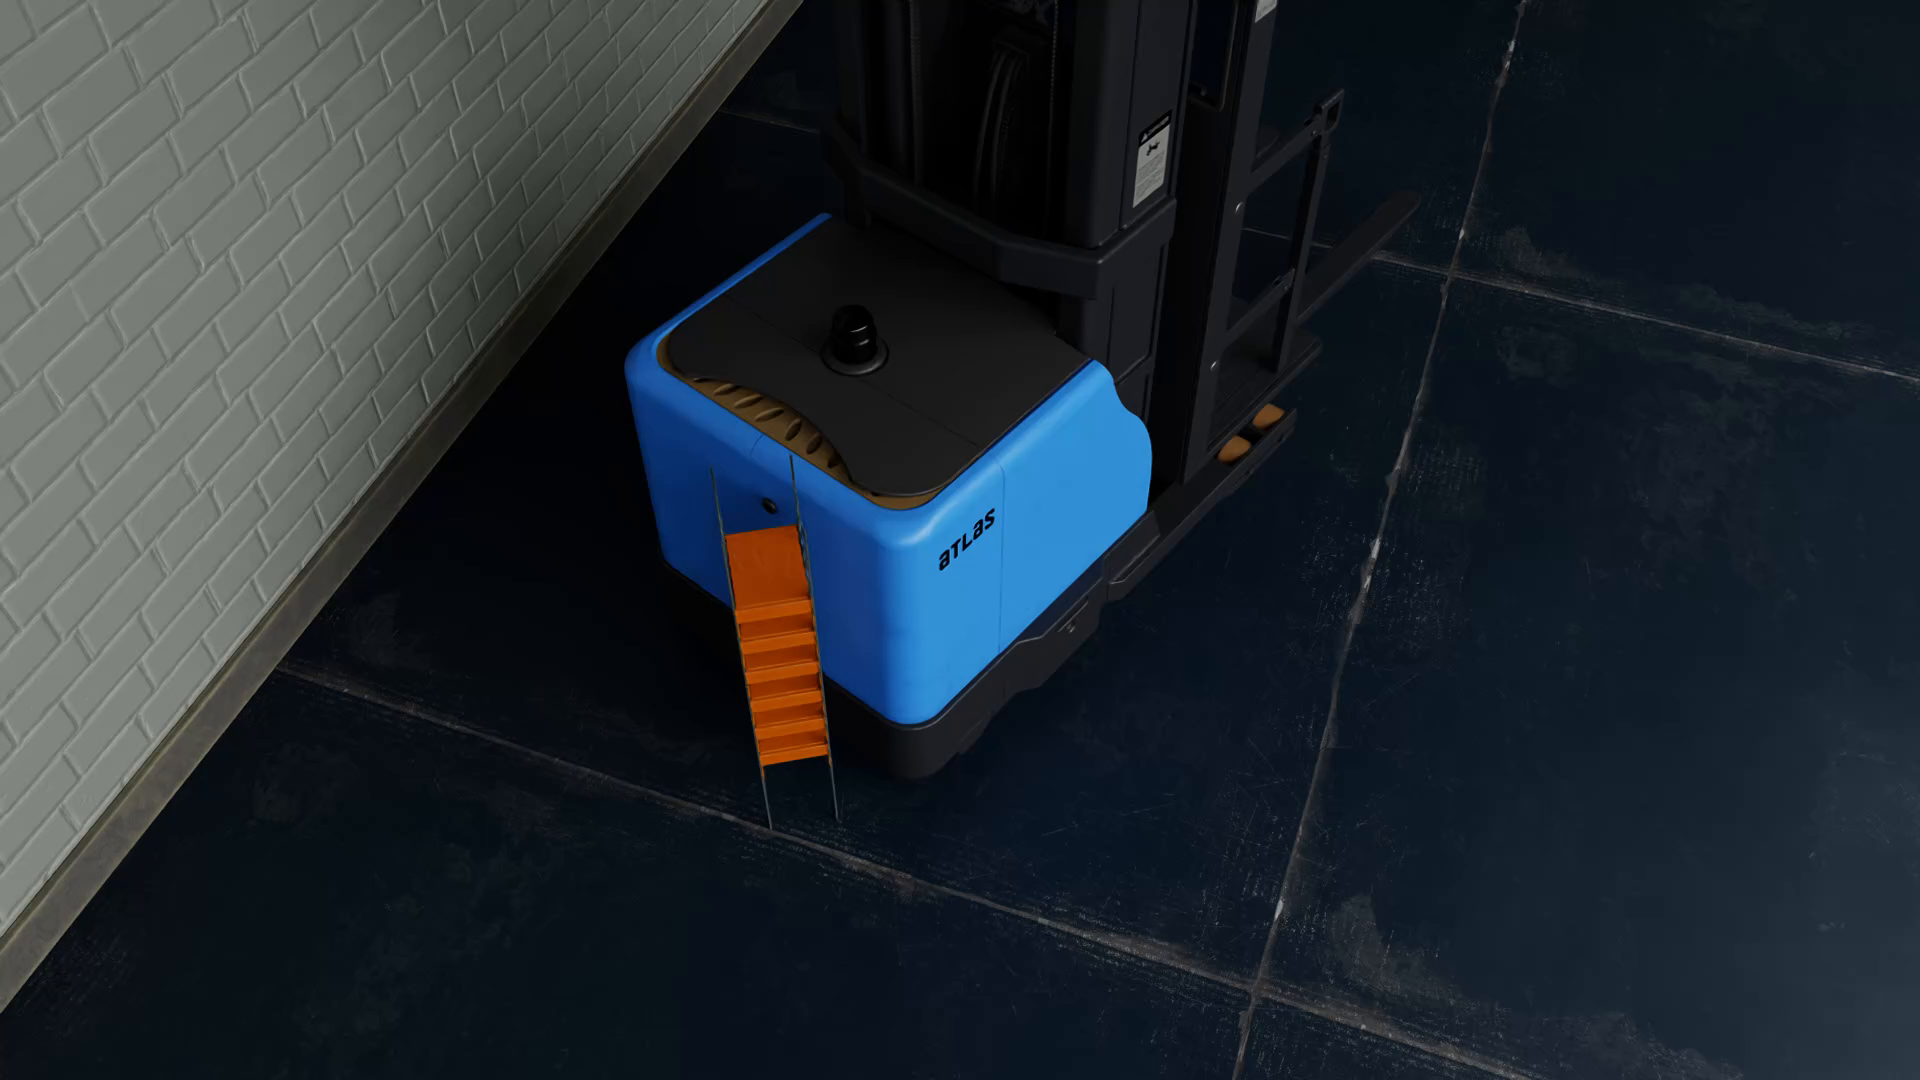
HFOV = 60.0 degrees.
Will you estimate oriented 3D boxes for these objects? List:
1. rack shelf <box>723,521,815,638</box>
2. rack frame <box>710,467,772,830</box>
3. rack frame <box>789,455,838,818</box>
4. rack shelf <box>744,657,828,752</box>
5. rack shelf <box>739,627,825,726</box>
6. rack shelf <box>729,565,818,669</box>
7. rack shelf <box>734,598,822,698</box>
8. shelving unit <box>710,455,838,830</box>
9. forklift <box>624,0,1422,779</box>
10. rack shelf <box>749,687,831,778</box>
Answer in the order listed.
[{"bbox_3d":[-0.455,0.093,3.958,0.180,0.103,0.258,-9,50,-7],"label":"rack shelf"},{"bbox_3d":[-0.544,0.313,4.184,0.006,1.200,0.240,-9,50,-7],"label":"rack frame"},{"bbox_3d":[-0.365,0.285,4.208,0.006,1.200,0.240,-9,50,-7],"label":"rack frame"},{"bbox_3d":[-0.454,0.407,4.321,0.180,0.103,0.258,-9,50,-7],"label":"rack shelf"},{"bbox_3d":[-0.454,0.328,4.230,0.180,0.103,0.258,-9,50,-7],"label":"rack shelf"},{"bbox_3d":[-0.455,0.171,4.048,0.180,0.103,0.258,-9,50,-7],"label":"rack shelf"},{"bbox_3d":[-0.455,0.250,4.139,0.180,0.103,0.258,-9,50,-7],"label":"rack shelf"},{"bbox_3d":[-0.455,0.299,4.196,0.189,1.200,0.258,-9,50,-7],"label":"shelving unit"},{"bbox_3d":[0.451,-1.352,4.483,1.130,2.935,3.031,32,56,25],"label":"forklift"},{"bbox_3d":[-0.454,0.485,4.412,0.180,0.103,0.258,-9,50,-7],"label":"rack shelf"}]
